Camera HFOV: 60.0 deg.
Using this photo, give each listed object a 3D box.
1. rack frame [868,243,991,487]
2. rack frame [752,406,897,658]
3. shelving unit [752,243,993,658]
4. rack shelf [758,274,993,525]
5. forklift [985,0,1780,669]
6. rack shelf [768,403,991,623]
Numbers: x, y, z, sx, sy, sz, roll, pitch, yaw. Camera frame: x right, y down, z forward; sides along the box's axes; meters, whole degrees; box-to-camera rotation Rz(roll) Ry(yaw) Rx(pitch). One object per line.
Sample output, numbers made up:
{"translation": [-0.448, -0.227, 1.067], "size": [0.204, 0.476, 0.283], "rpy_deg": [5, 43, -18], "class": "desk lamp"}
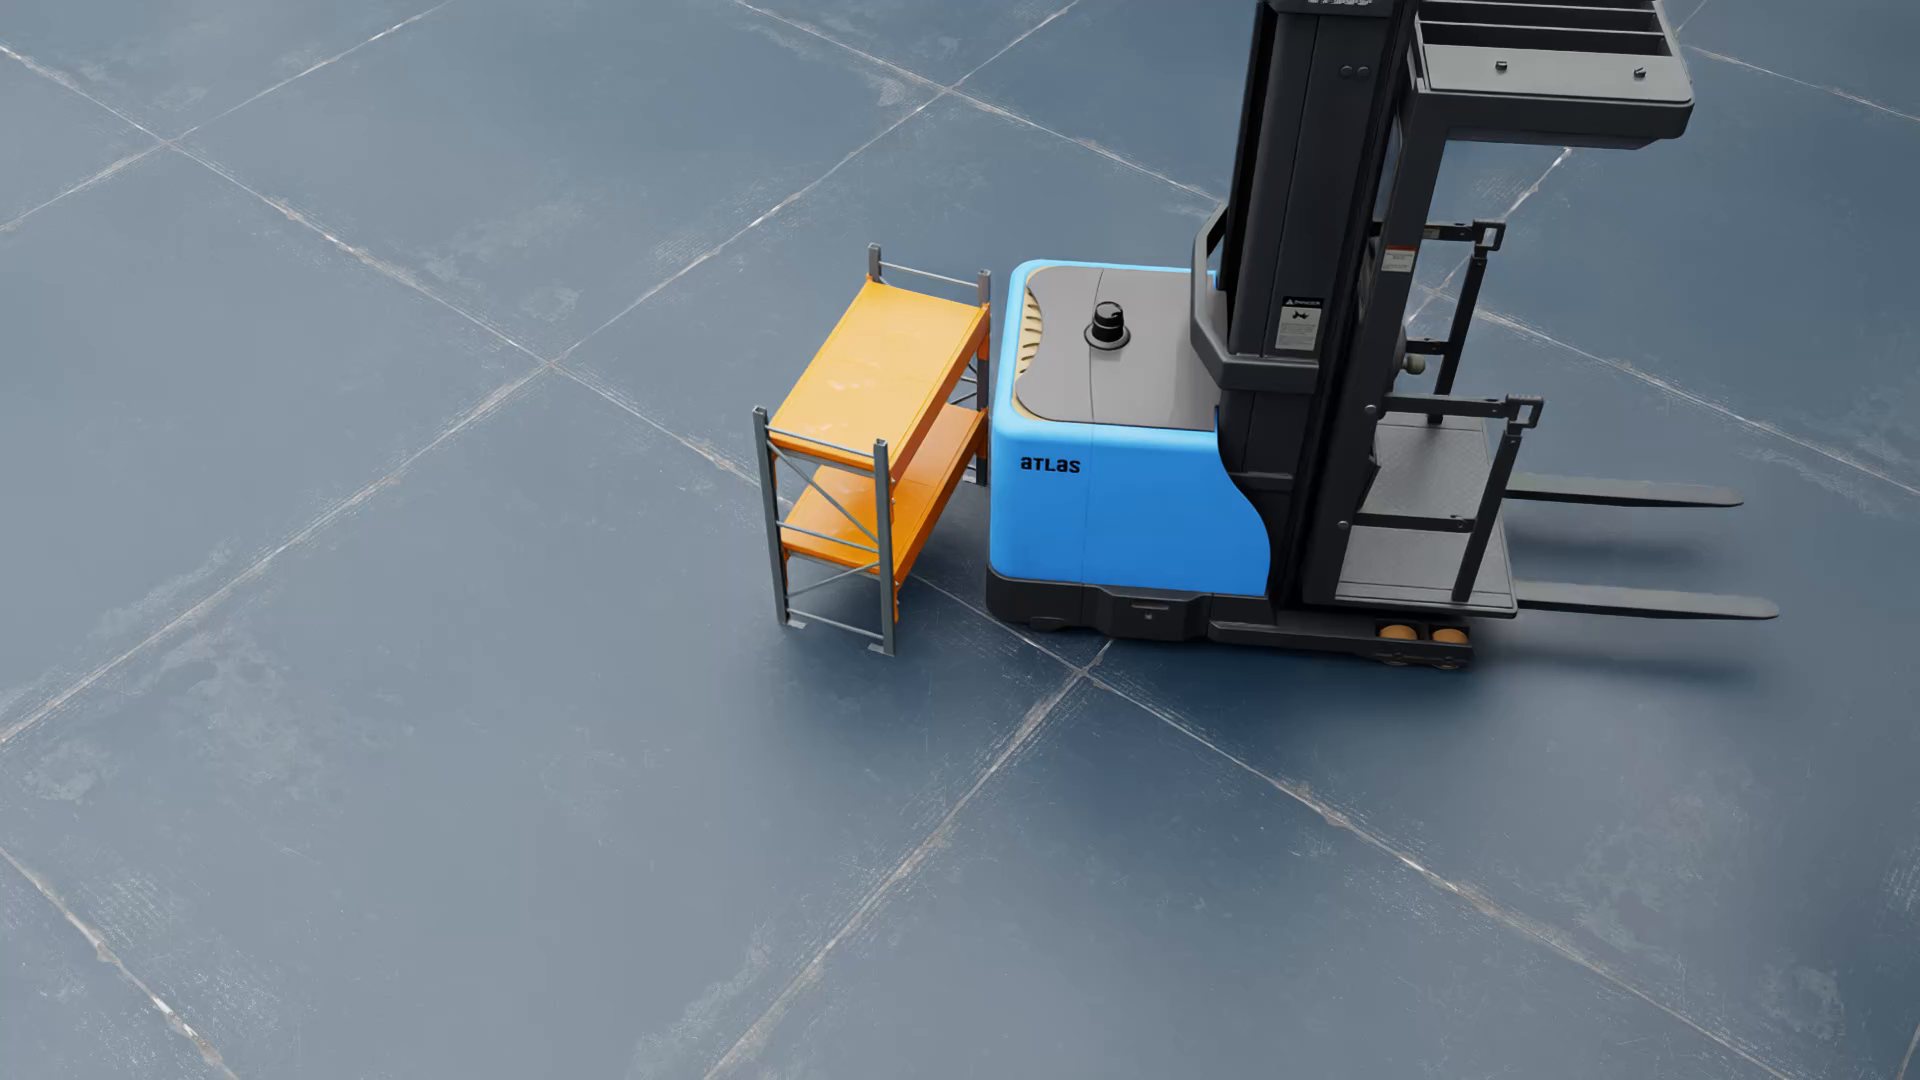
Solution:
{"translation": [-0.120, -0.692, 6.798], "size": [0.500, 1.125, 0.032], "rpy_deg": [16, 48, 14], "class": "rack frame"}
{"translation": [-0.485, -0.006, 6.142], "size": [0.500, 1.125, 0.032], "rpy_deg": [16, 48, 14], "class": "rack frame"}
{"translation": [-0.303, -0.349, 6.470], "size": [0.538, 1.125, 1.048], "rpy_deg": [16, 48, 14], "class": "shelving unit"}
{"translation": [-0.303, -0.551, 6.258], "size": [0.538, 0.278, 1.000], "rpy_deg": [16, 48, 14], "class": "rack shelf"}
{"translation": [1.651, -0.919, 5.766], "size": [3.031, 2.935, 1.130], "rpy_deg": [4, 46, 4], "class": "forklift"}
{"translation": [-0.303, -0.180, 6.647], "size": [0.538, 0.278, 1.000], "rpy_deg": [16, 48, 14], "class": "rack shelf"}
